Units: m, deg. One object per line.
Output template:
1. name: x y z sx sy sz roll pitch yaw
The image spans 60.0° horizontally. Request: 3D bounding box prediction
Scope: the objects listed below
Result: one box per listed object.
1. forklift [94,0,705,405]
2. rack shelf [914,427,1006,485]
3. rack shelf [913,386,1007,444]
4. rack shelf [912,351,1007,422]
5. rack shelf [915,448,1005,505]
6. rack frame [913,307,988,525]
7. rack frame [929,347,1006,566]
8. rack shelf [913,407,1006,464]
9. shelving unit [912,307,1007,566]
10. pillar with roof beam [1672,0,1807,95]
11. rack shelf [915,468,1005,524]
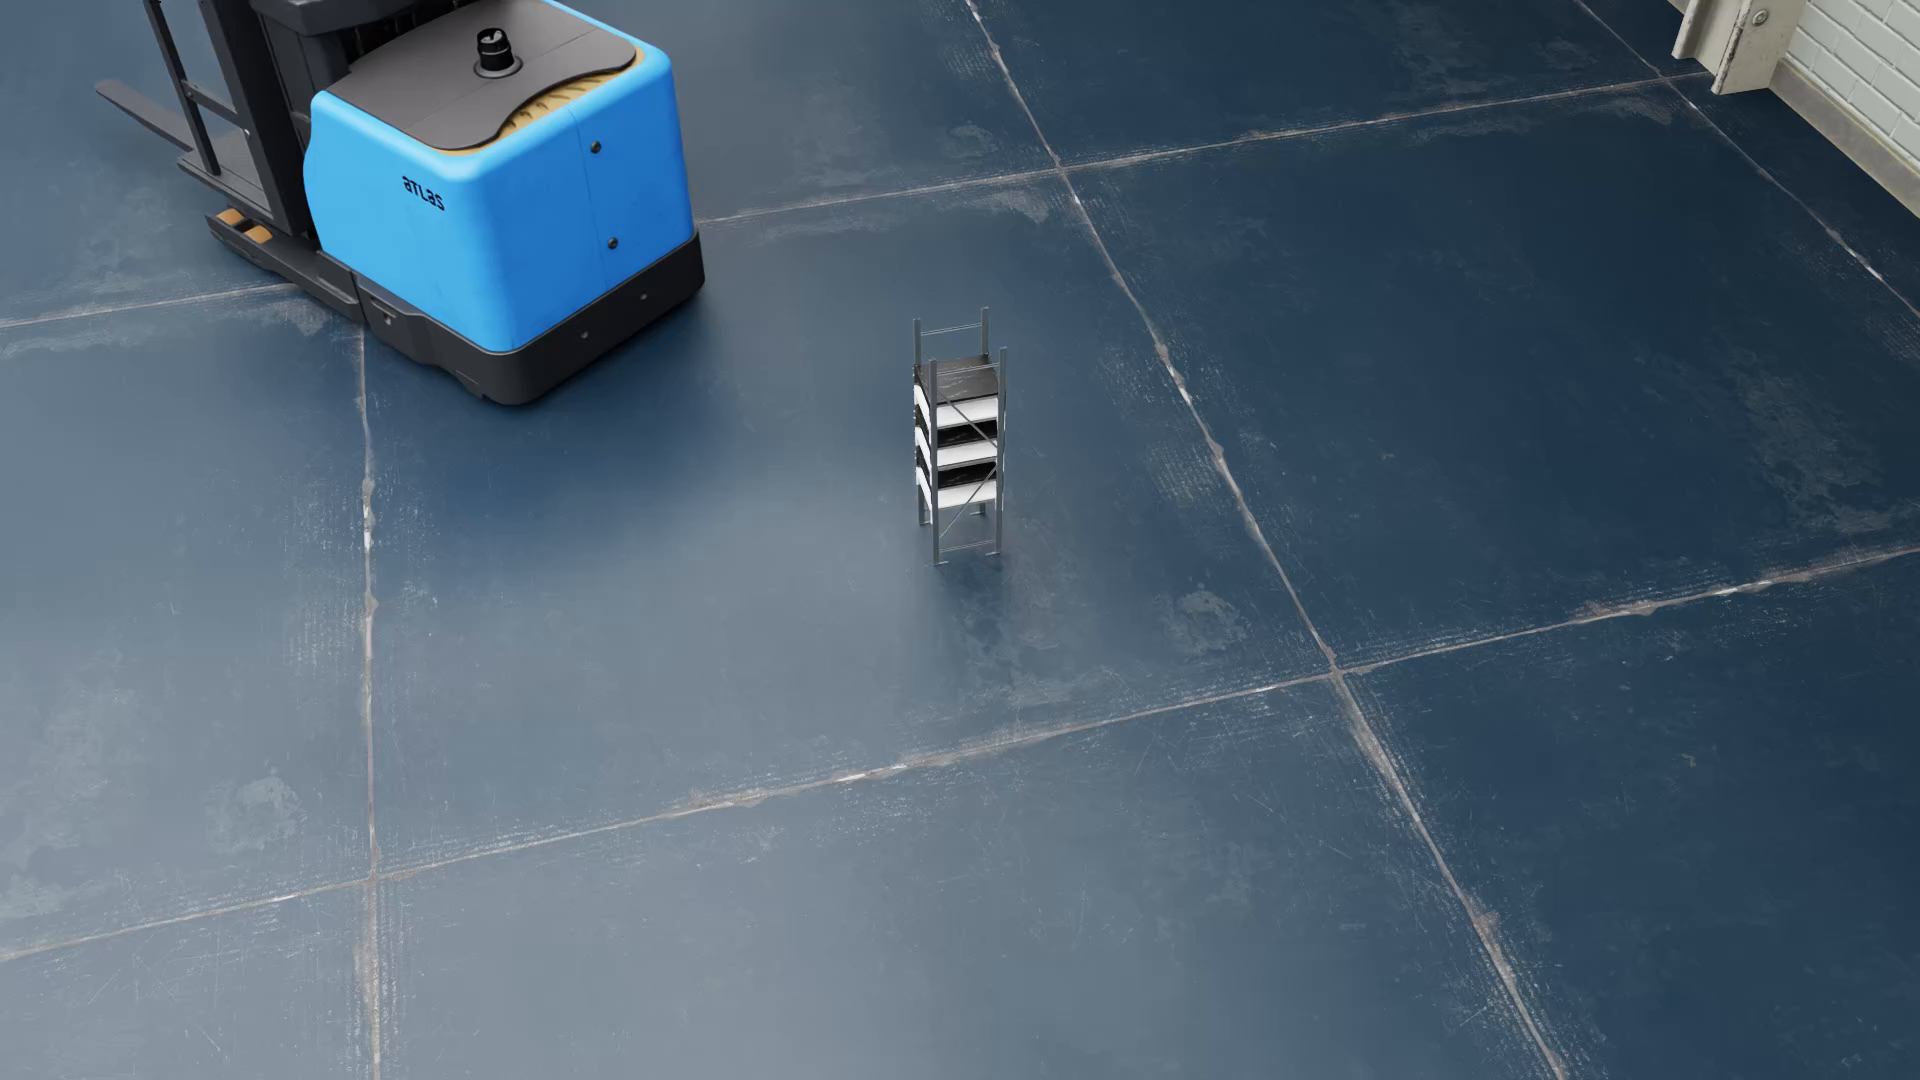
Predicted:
1. forklift: -2.488 -2.412 6.062 3.031 2.935 1.130 30 53 26
2. rack shelf: -0.002 -0.297 5.458 0.258 0.077 0.200 -11 47 -10
3. rack shelf: -0.002 -0.423 5.329 0.258 0.077 0.200 -11 47 -10
4. rack shelf: -0.002 -0.486 5.265 0.258 0.077 0.200 -11 47 -10
5. rack shelf: -0.002 -0.234 5.522 0.258 0.077 0.200 -11 47 -10
6. rack frame: -0.028 -0.391 5.503 0.240 0.900 0.006 -11 47 -10
7. rack frame: 0.024 -0.250 5.365 0.240 0.900 0.006 -11 47 -10
8. rack shelf: -0.002 -0.360 5.394 0.258 0.077 0.200 -11 47 -10
9. shelving unit: -0.002 -0.321 5.434 0.258 0.900 0.210 -11 47 -10
10. pillar with roof beam: -0.516 -4.613 3.970 9.100 9.000 0.400 -11 47 -10
11. rack shelf: -0.002 -0.171 5.586 0.258 0.077 0.200 -11 47 -10
